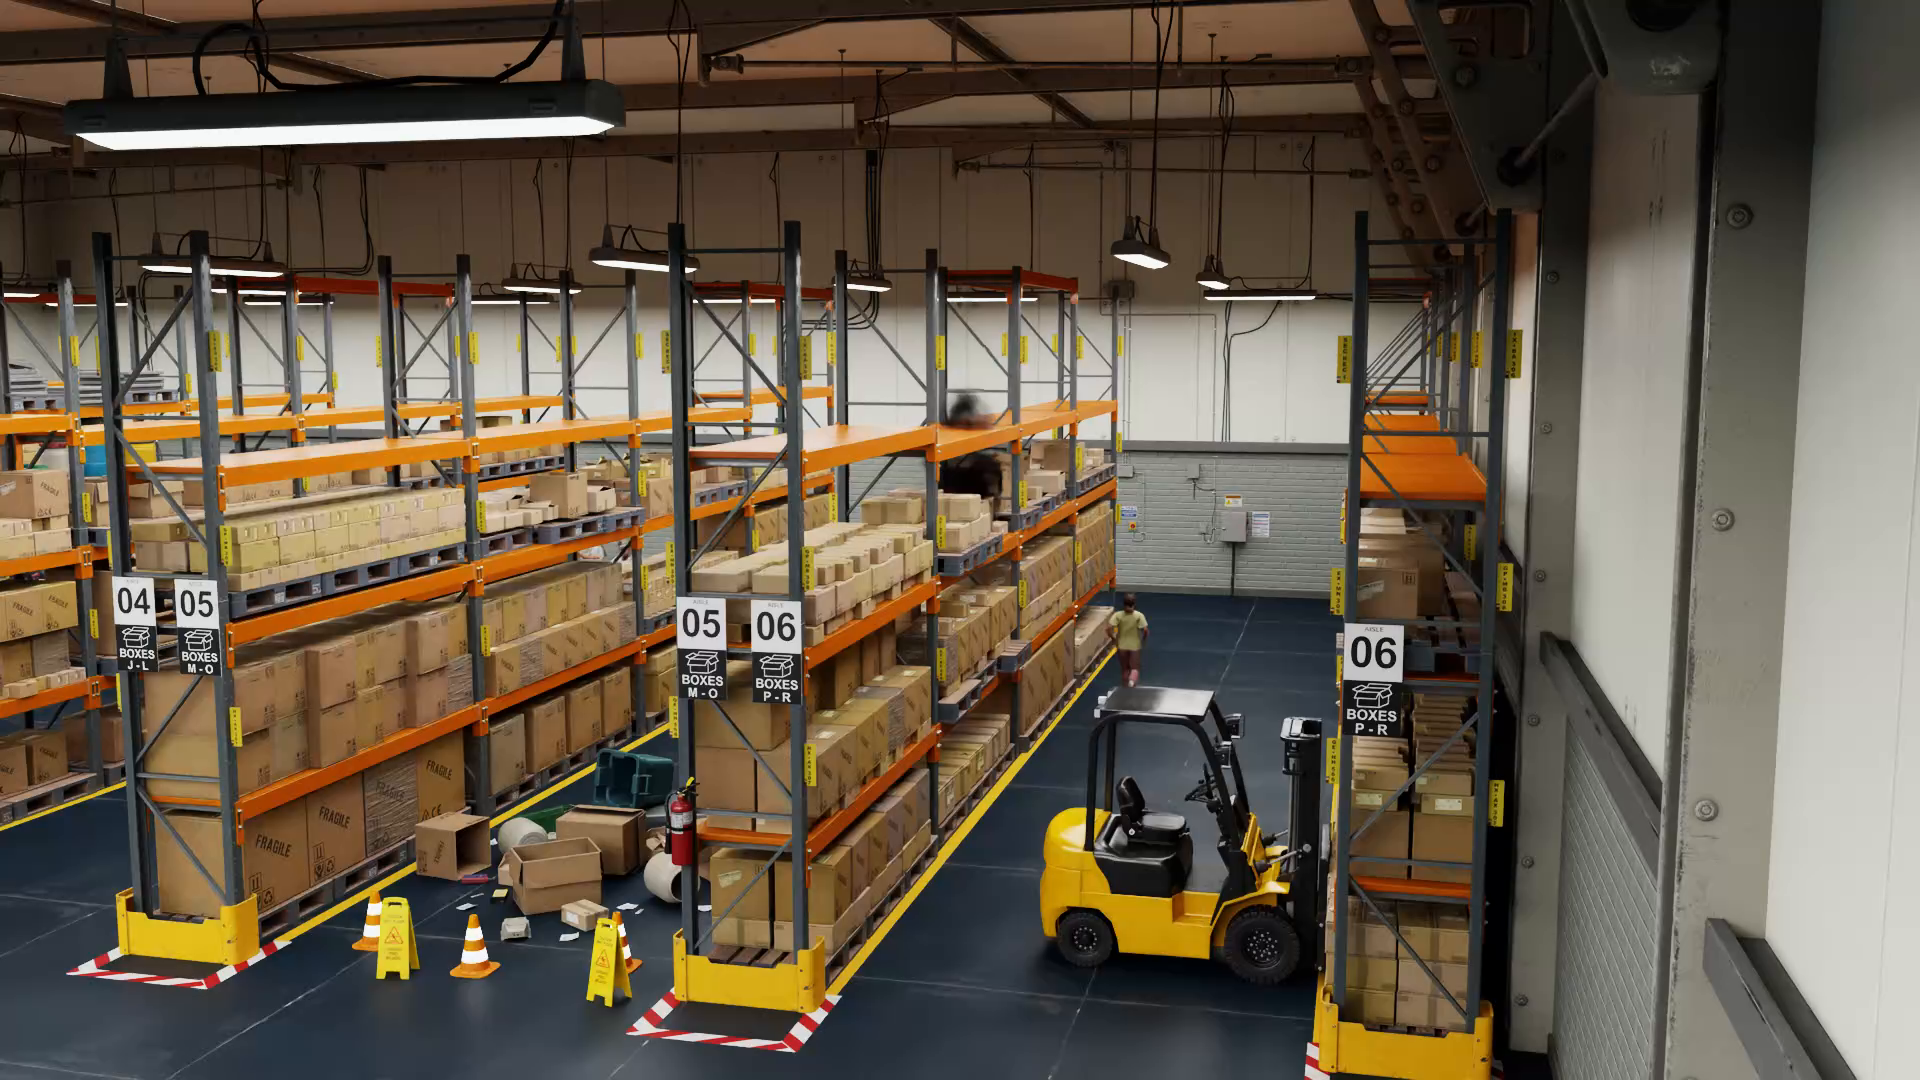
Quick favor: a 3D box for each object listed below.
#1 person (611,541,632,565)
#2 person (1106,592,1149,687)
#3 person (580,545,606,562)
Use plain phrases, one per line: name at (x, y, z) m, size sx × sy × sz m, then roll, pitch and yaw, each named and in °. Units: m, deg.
person at (-5.580, 0.894, 27.769) m, size 0.665 × 1.783 × 0.971 m, roll 0°, pitch 7°, yaw 3°
person at (2.349, 1.535, 23.286) m, size 0.595 × 1.624 × 0.699 m, roll 1°, pitch 7°, yaw 11°
person at (-7.053, 0.533, 31.693) m, size 0.753 × 1.692 × 0.661 m, roll 4°, pitch 8°, yaw 30°
